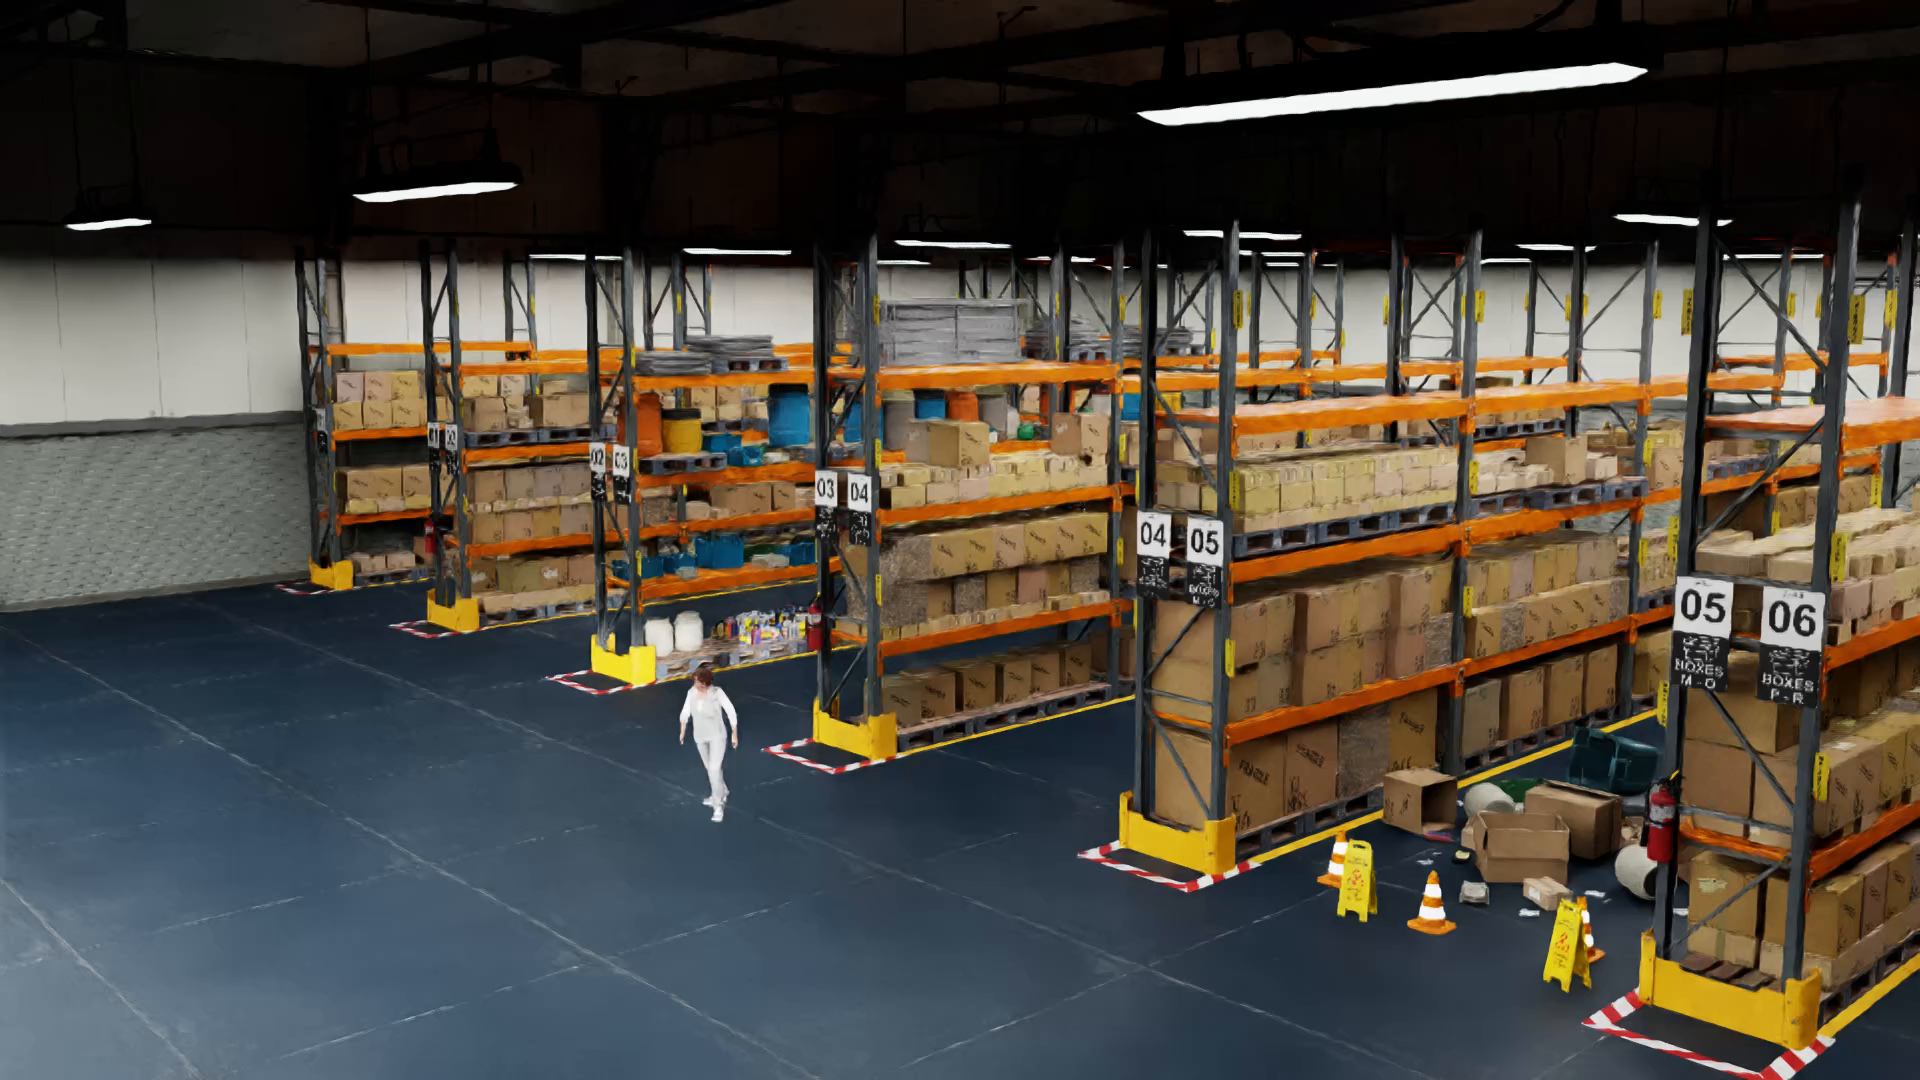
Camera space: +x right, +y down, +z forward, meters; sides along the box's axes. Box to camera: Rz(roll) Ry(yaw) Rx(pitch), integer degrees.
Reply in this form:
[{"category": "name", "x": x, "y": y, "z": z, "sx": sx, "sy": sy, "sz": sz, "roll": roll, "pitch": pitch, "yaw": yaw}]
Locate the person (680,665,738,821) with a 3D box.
[{"category": "person", "x": -2.474, "y": 1.986, "z": 16.609, "sx": 0.572, "sy": 1.520, "sz": 0.755, "roll": 4, "pitch": 9, "yaw": 26}]
